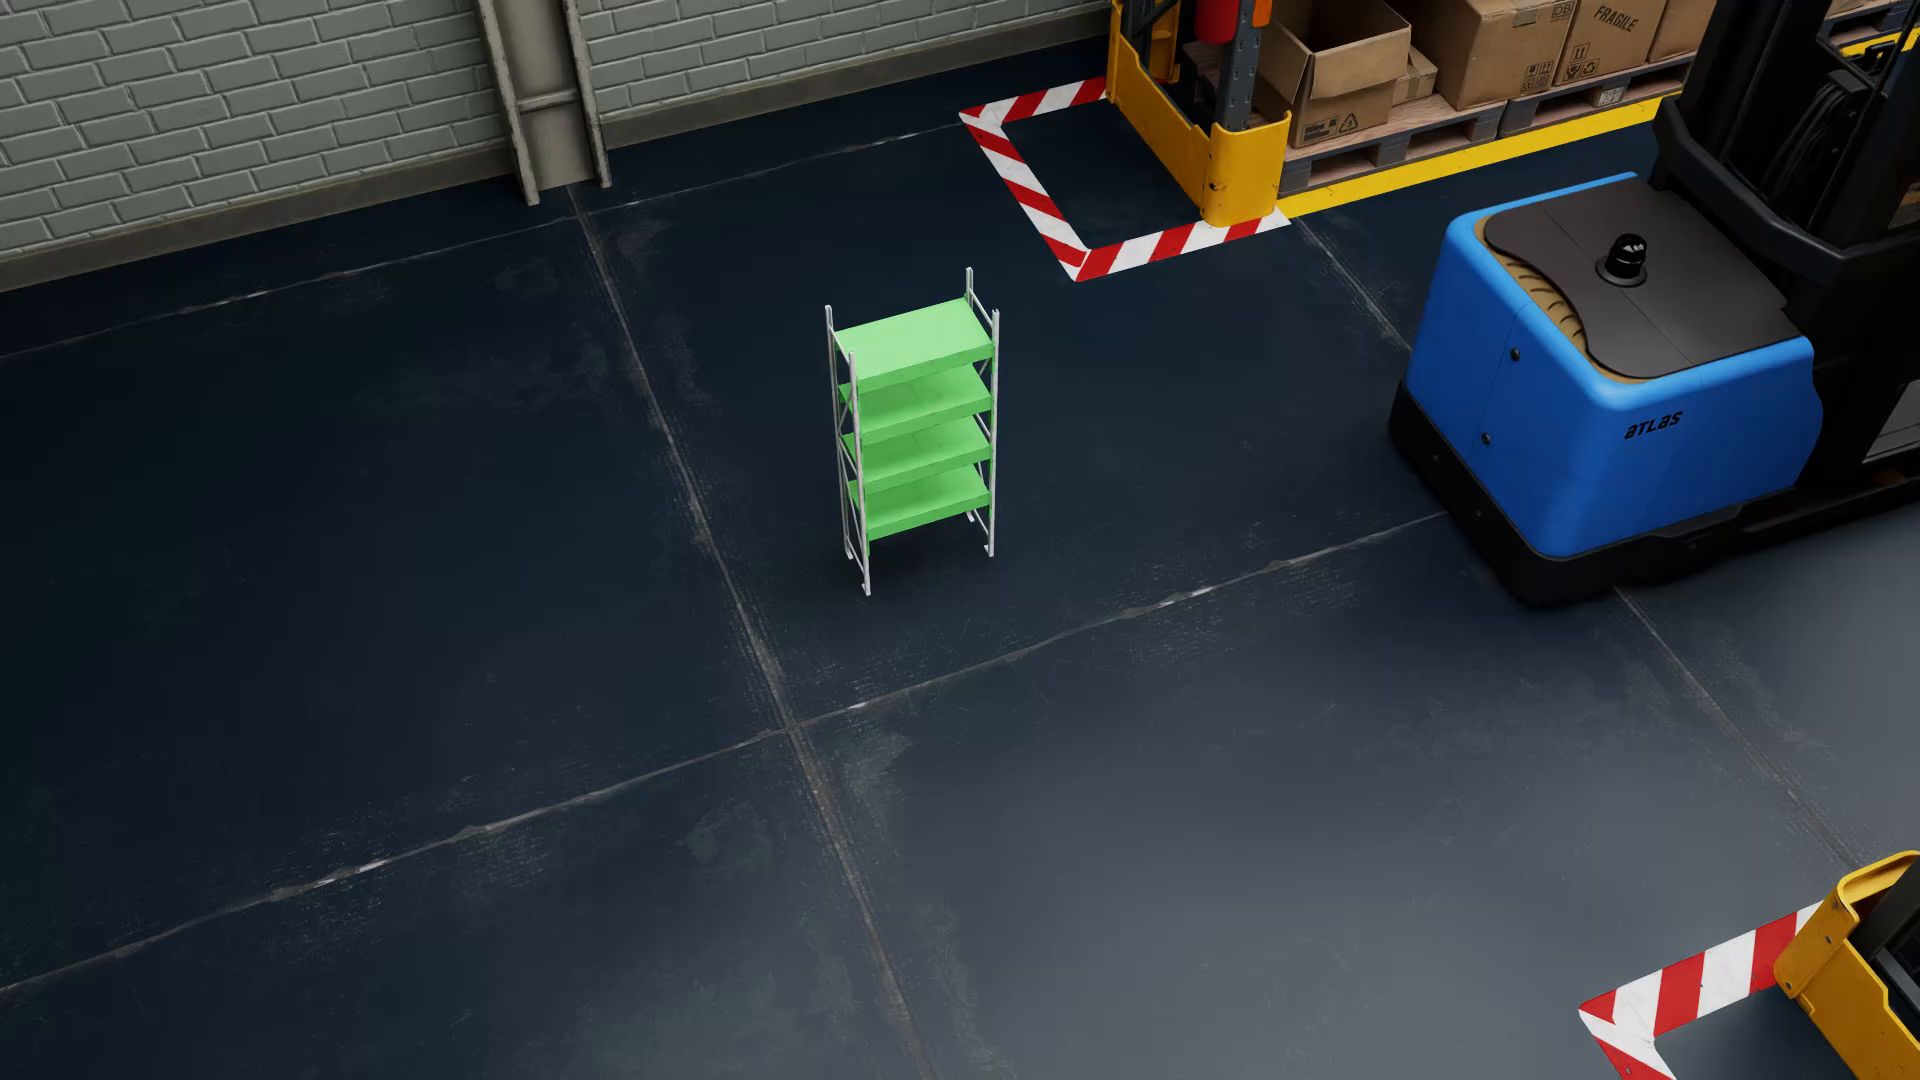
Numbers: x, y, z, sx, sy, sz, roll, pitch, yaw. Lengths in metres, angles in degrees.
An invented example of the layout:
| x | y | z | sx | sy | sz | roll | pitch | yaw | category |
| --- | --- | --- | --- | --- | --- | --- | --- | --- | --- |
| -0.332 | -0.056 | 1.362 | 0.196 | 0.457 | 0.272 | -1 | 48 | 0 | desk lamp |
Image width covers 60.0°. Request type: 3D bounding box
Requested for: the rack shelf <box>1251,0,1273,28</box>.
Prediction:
| x | y | z | sx | sy | sz | roll | pitch | yaw | category |
| --- | --- | --- | --- | --- | --- | --- | --- | --- | --- |
| 2.850 | -3.139 | 7.443 | 4.000 | 0.370 | 1.077 | -17 | 52 | -14 | rack shelf |

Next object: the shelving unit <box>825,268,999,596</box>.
| x | y | z | sx | sy | sz | roll | pitch | yaw | category |
| --- | --- | --- | --- | --- | --- | --- | --- | --- | --- |
| -0.153 | -0.343 | 5.754 | 0.503 | 1.200 | 0.258 | -17 | 52 | -14 | shelving unit |

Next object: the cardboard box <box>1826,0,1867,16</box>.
| x | y | z | sx | sy | sz | roll | pitch | yaw | category |
| --- | --- | --- | --- | --- | --- | --- | --- | --- | --- |
| 4.297 | -2.789 | 8.270 | 0.250 | 0.149 | 0.380 | -19 | 52 | -15 | cardboard box |

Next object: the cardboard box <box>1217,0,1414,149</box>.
| x | y | z | sx | sy | sz | roll | pitch | yaw | category |
| --- | --- | --- | --- | --- | --- | --- | --- | --- | --- |
| 1.601 | -2.232 | 7.558 | 0.637 | 0.503 | 0.797 | -19 | 52 | -16 | cardboard box |

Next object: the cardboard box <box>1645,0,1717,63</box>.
| x | y | z | sx | sy | sz | roll | pitch | yaw | category |
| --- | --- | --- | --- | --- | --- | --- | --- | --- | --- |
| 3.368 | -2.747 | 8.003 | 0.500 | 0.500 | 0.700 | -19 | 52 | -16 | cardboard box |

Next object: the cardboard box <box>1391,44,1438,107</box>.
| x | y | z | sx | sy | sz | roll | pitch | yaw | category |
| --- | --- | --- | --- | --- | --- | --- | --- | --- | --- |
| 2.009 | -2.211 | 7.774 | 0.250 | 0.149 | 0.380 | -19 | 52 | -16 | cardboard box |

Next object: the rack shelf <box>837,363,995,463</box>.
| x | y | z | sx | sy | sz | roll | pitch | yaw | category |
| --- | --- | --- | --- | --- | --- | --- | --- | --- | --- |
| -0.153 | -0.458 | 5.620 | 0.480 | 0.148 | 0.258 | -17 | 52 | -14 | rack shelf |

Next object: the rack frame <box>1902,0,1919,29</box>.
| x | y | z | sx | sy | sz | roll | pitch | yaw | category |
| --- | --- | --- | --- | --- | --- | --- | --- | --- | --- |
| 4.702 | -3.947 | 7.663 | 0.127 | 3.000 | 1.000 | -17 | 52 | -14 | rack frame |

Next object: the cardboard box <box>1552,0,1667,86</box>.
| x | y | z | sx | sy | sz | roll | pitch | yaw | category |
| --- | --- | --- | --- | --- | --- | --- | --- | --- | --- |
| 2.934 | -2.530 | 7.817 | 0.500 | 0.500 | 0.500 | -16 | 51 | -14 | cardboard box |

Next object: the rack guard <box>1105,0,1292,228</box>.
| x | y | z | sx | sy | sz | roll | pitch | yaw | category |
| --- | --- | --- | --- | --- | --- | --- | --- | --- | --- |
| 1.069 | -2.007 | 7.644 | 0.348 | 0.500 | 1.175 | -17 | 52 | -14 | rack guard |

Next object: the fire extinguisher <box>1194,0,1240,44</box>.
| x | y | z | sx | sy | sz | roll | pitch | yaw | category |
| --- | --- | --- | --- | --- | --- | --- | --- | --- | --- |
| 1.037 | -2.286 | 6.533 | 0.183 | 0.674 | 0.296 | -17 | 52 | -14 | fire extinguisher |

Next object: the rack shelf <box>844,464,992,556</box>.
| x | y | z | sx | sy | sz | roll | pitch | yaw | category |
| --- | --- | --- | --- | --- | --- | --- | --- | --- | --- |
| -0.153 | -0.145 | 5.985 | 0.480 | 0.148 | 0.258 | -17 | 52 | -14 | rack shelf |

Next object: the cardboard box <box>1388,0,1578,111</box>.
| x | y | z | sx | sy | sz | roll | pitch | yaw | category |
| --- | --- | --- | --- | --- | --- | --- | --- | --- | --- |
| 2.407 | -2.449 | 7.747 | 0.500 | 0.500 | 0.700 | -15 | 51 | -13 | cardboard box |

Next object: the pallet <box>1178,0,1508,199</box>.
| x | y | z | sx | sy | sz | roll | pitch | yaw | category |
| --- | --- | --- | --- | --- | --- | --- | --- | --- | --- |
| 1.807 | -2.142 | 7.951 | 1.213 | 0.211 | 1.003 | -17 | 52 | -14 | pallet |

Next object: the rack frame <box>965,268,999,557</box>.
| x | y | z | sx | sy | sz | roll | pitch | yaw | category |
| --- | --- | --- | --- | --- | --- | --- | --- | --- | --- |
| 0.073 | -0.413 | 5.814 | 0.015 | 1.200 | 0.240 | -17 | 52 | -14 | rack frame |

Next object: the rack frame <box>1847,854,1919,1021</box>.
| x | y | z | sx | sy | sz | roll | pitch | yaw | category |
| --- | --- | --- | --- | --- | --- | --- | --- | --- | --- |
| 2.879 | 0.685 | 3.684 | 0.127 | 3.000 | 1.000 | -17 | 52 | -14 | rack frame |

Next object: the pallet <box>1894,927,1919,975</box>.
| x | y | z | sx | sy | sz | roll | pitch | yaw | category |
| --- | --- | --- | --- | --- | --- | --- | --- | --- | --- |
| 3.590 | 1.309 | 4.986 | 1.213 | 0.211 | 1.003 | -17 | 52 | -14 | pallet |

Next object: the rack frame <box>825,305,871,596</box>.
| x | y | z | sx | sy | sz | roll | pitch | yaw | category |
| --- | --- | --- | --- | --- | --- | --- | --- | --- | --- |
| -0.379 | -0.273 | 5.694 | 0.015 | 1.200 | 0.240 | -17 | 52 | -14 | rack frame |

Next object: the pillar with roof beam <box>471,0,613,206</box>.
| x | y | z | sx | sy | sz | roll | pitch | yaw | category |
| --- | --- | --- | --- | --- | --- | --- | --- | --- | --- |
| -0.210 | -1.590 | 1.684 | 0.400 | 9.000 | 9.100 | -17 | 52 | -14 | pillar with roof beam |

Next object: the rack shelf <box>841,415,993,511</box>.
| x | y | z | sx | sy | sz | roll | pitch | yaw | category |
| --- | --- | --- | --- | --- | --- | --- | --- | --- | --- |
| -0.153 | -0.302 | 5.802 | 0.480 | 0.148 | 0.258 | -17 | 52 | -14 | rack shelf |

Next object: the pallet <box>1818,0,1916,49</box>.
| x | y | z | sx | sy | sz | roll | pitch | yaw | category |
| --- | --- | --- | --- | --- | --- | --- | --- | --- | --- |
| 4.066 | -2.842 | 8.552 | 1.213 | 0.211 | 1.003 | -17 | 52 | -14 | pallet |

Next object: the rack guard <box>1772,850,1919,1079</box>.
| x | y | z | sx | sy | sz | roll | pitch | yaw | category |
| --- | --- | --- | --- | --- | --- | --- | --- | --- | --- |
| 2.857 | 1.506 | 4.627 | 0.348 | 0.500 | 1.175 | -17 | 52 | -14 | rack guard |

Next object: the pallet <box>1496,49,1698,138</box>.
| x | y | z | sx | sy | sz | roll | pitch | yaw | category |
| --- | --- | --- | --- | --- | --- | --- | --- | --- | --- |
| 2.934 | -2.489 | 8.249 | 1.213 | 0.211 | 1.003 | -17 | 52 | -14 | pallet |

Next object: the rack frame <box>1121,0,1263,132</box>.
| x | y | z | sx | sy | sz | roll | pitch | yaw | category |
| --- | --- | --- | --- | --- | --- | --- | --- | --- | --- |
| 0.999 | -2.800 | 6.677 | 0.127 | 3.000 | 1.000 | -17 | 52 | -14 | rack frame |

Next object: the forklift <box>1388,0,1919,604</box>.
| x | y | z | sx | sy | sz | roll | pitch | yaw | category |
| --- | --- | --- | --- | --- | --- | --- | --- | --- | --- |
| 3.257 | -1.433 | 5.549 | 3.031 | 2.935 | 1.130 | -16 | 51 | -13 | forklift |

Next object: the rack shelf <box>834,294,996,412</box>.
| x | y | z | sx | sy | sz | roll | pitch | yaw | category |
| --- | --- | --- | --- | --- | --- | --- | --- | --- | --- |
| -0.153 | -0.614 | 5.438 | 0.480 | 0.148 | 0.258 | -17 | 52 | -14 | rack shelf |
